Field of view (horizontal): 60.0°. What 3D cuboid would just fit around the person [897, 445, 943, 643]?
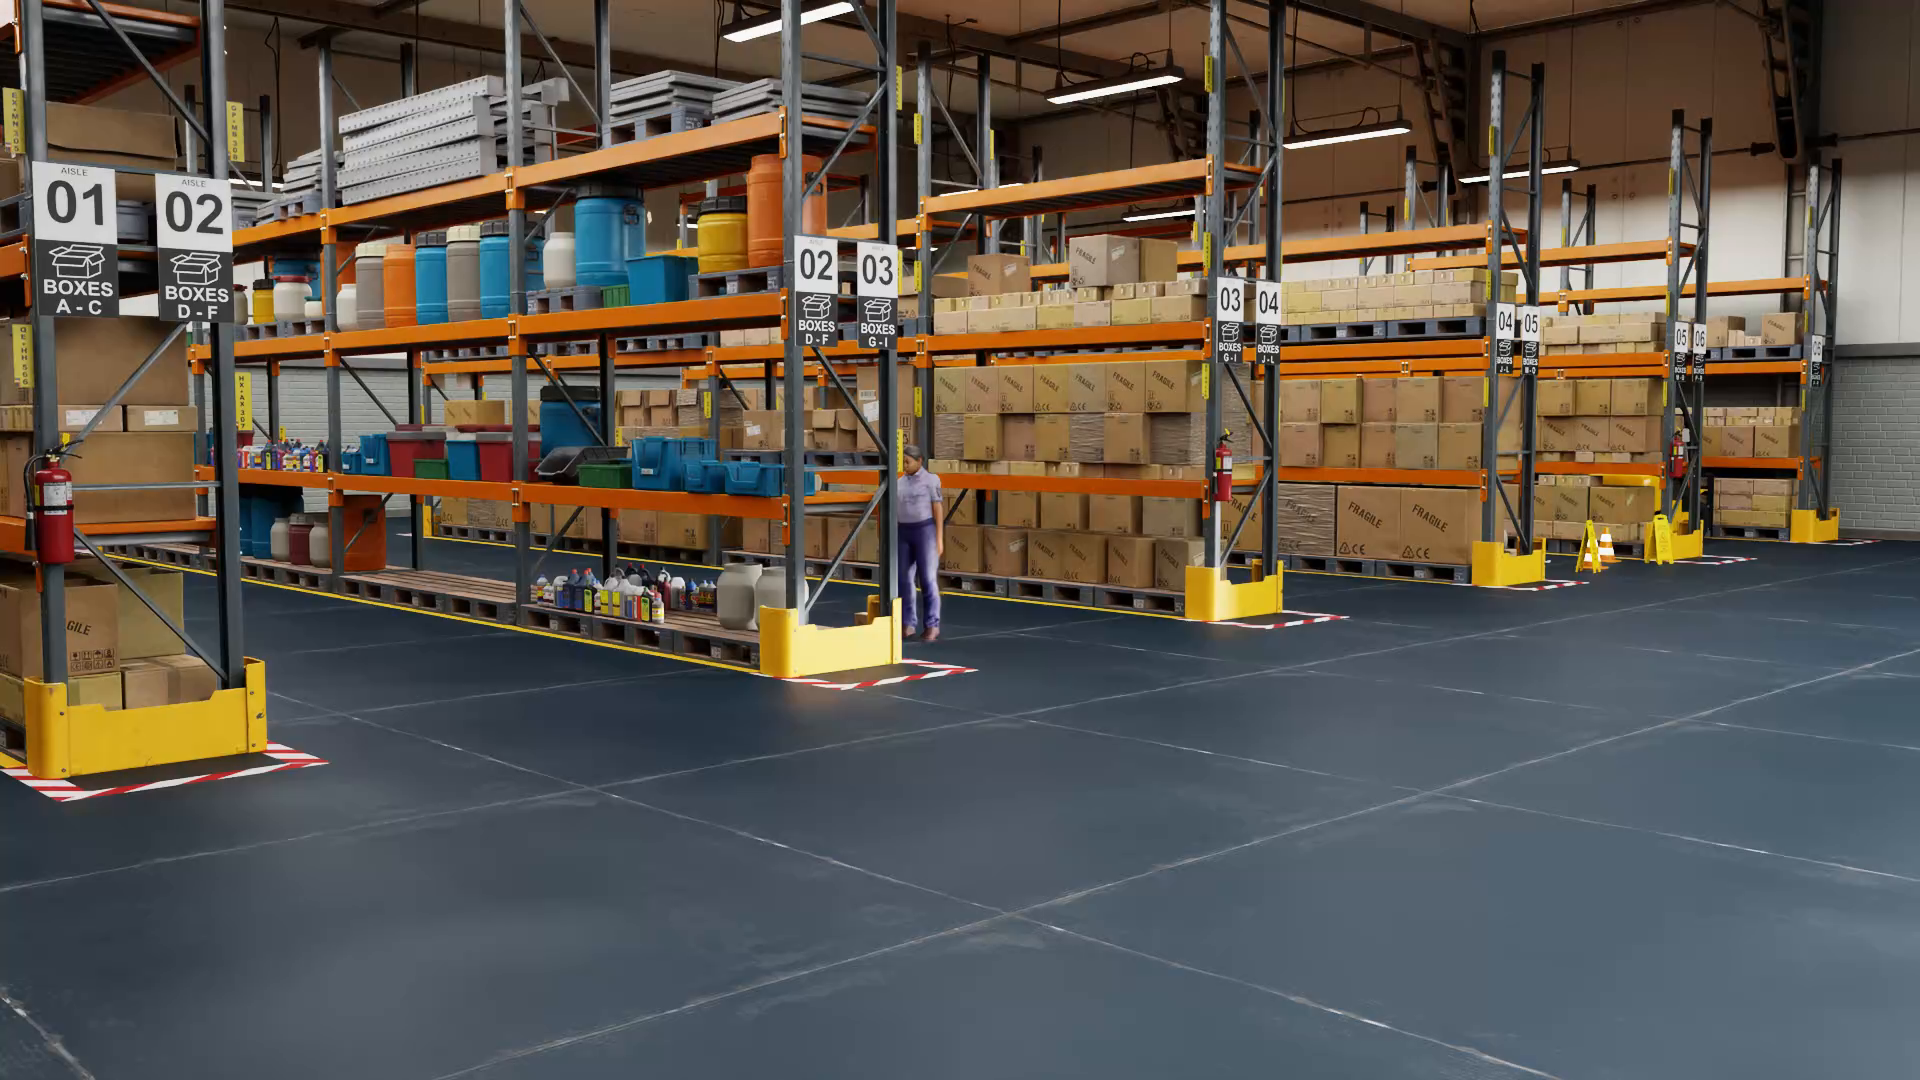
[{"bbox_3d":[-0.384,0.024,14.259,0.547,1.679,0.430,3,5,37],"label":"person"}]
